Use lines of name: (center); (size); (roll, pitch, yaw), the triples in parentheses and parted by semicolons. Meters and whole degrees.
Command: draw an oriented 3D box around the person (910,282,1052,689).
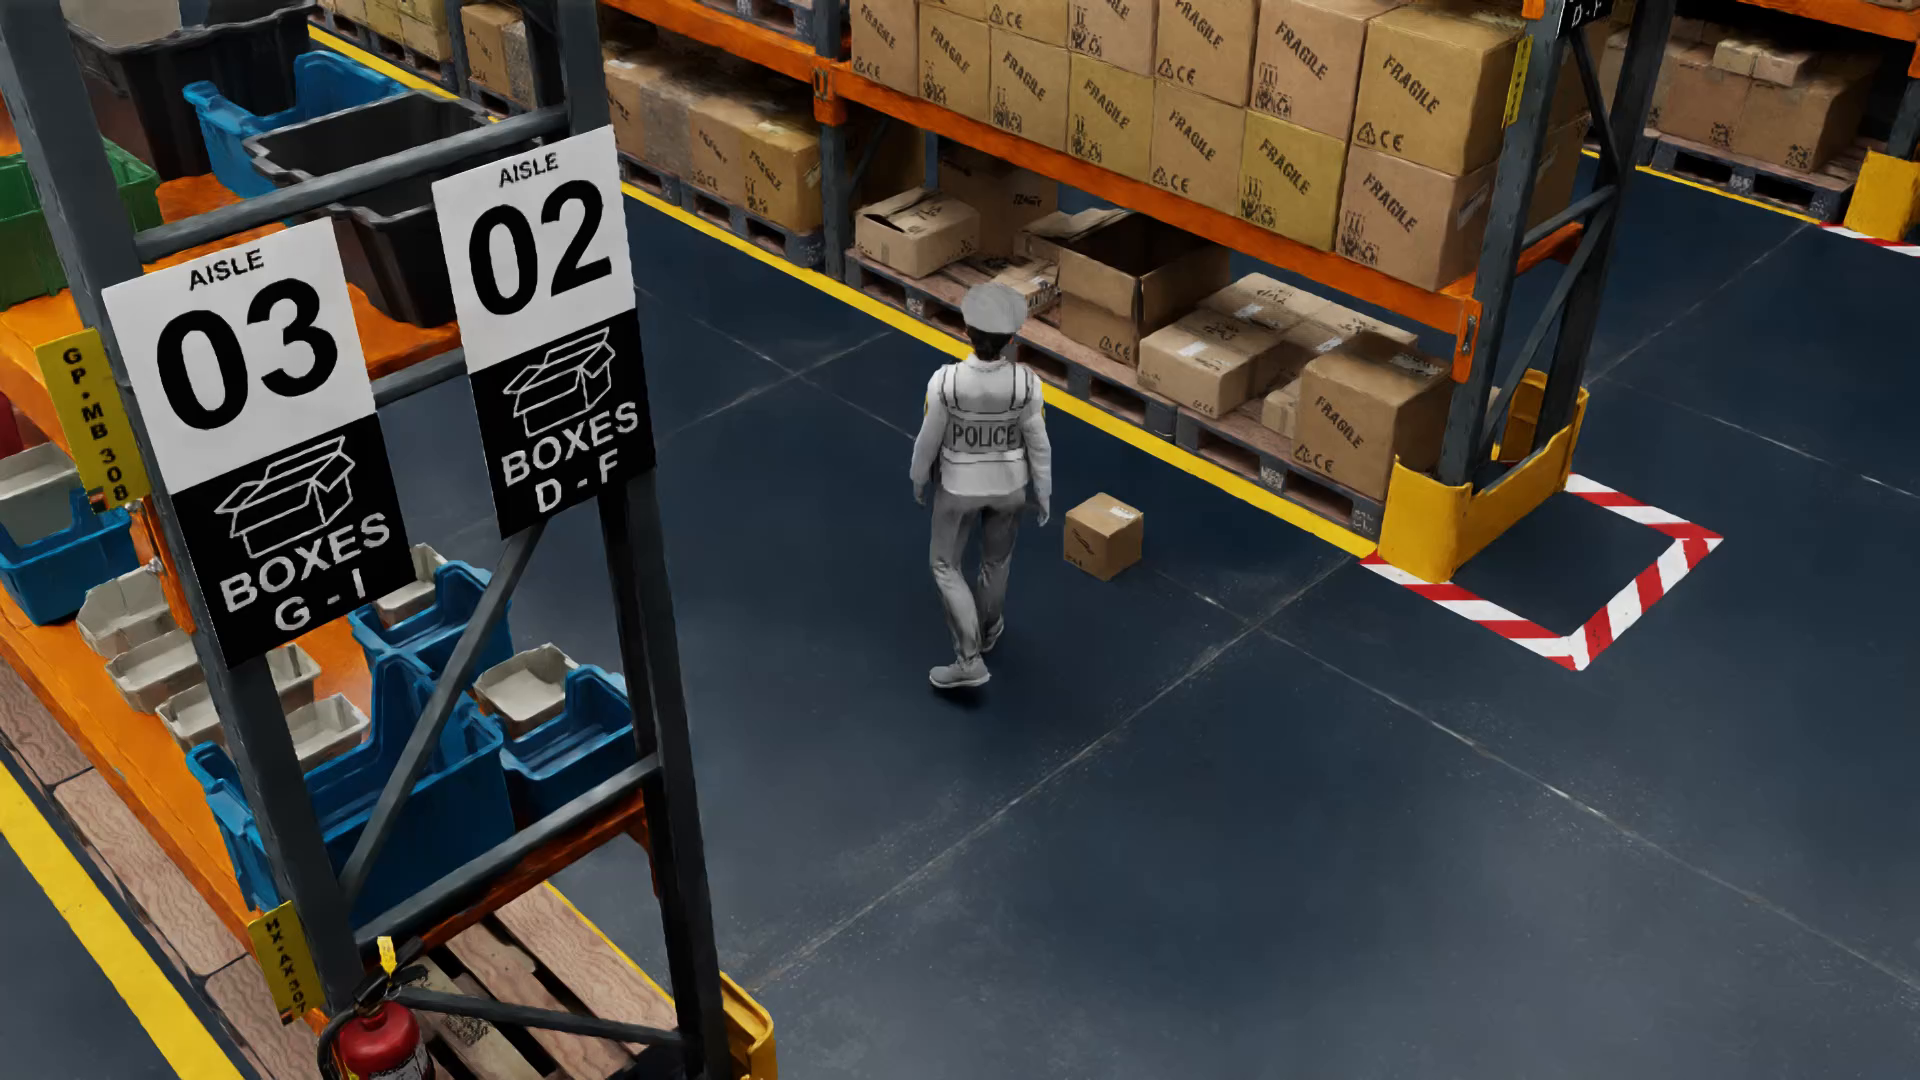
person: (0.083, -0.182, 6.385); (0.539, 1.676, 0.609); (-3, 36, -5)
